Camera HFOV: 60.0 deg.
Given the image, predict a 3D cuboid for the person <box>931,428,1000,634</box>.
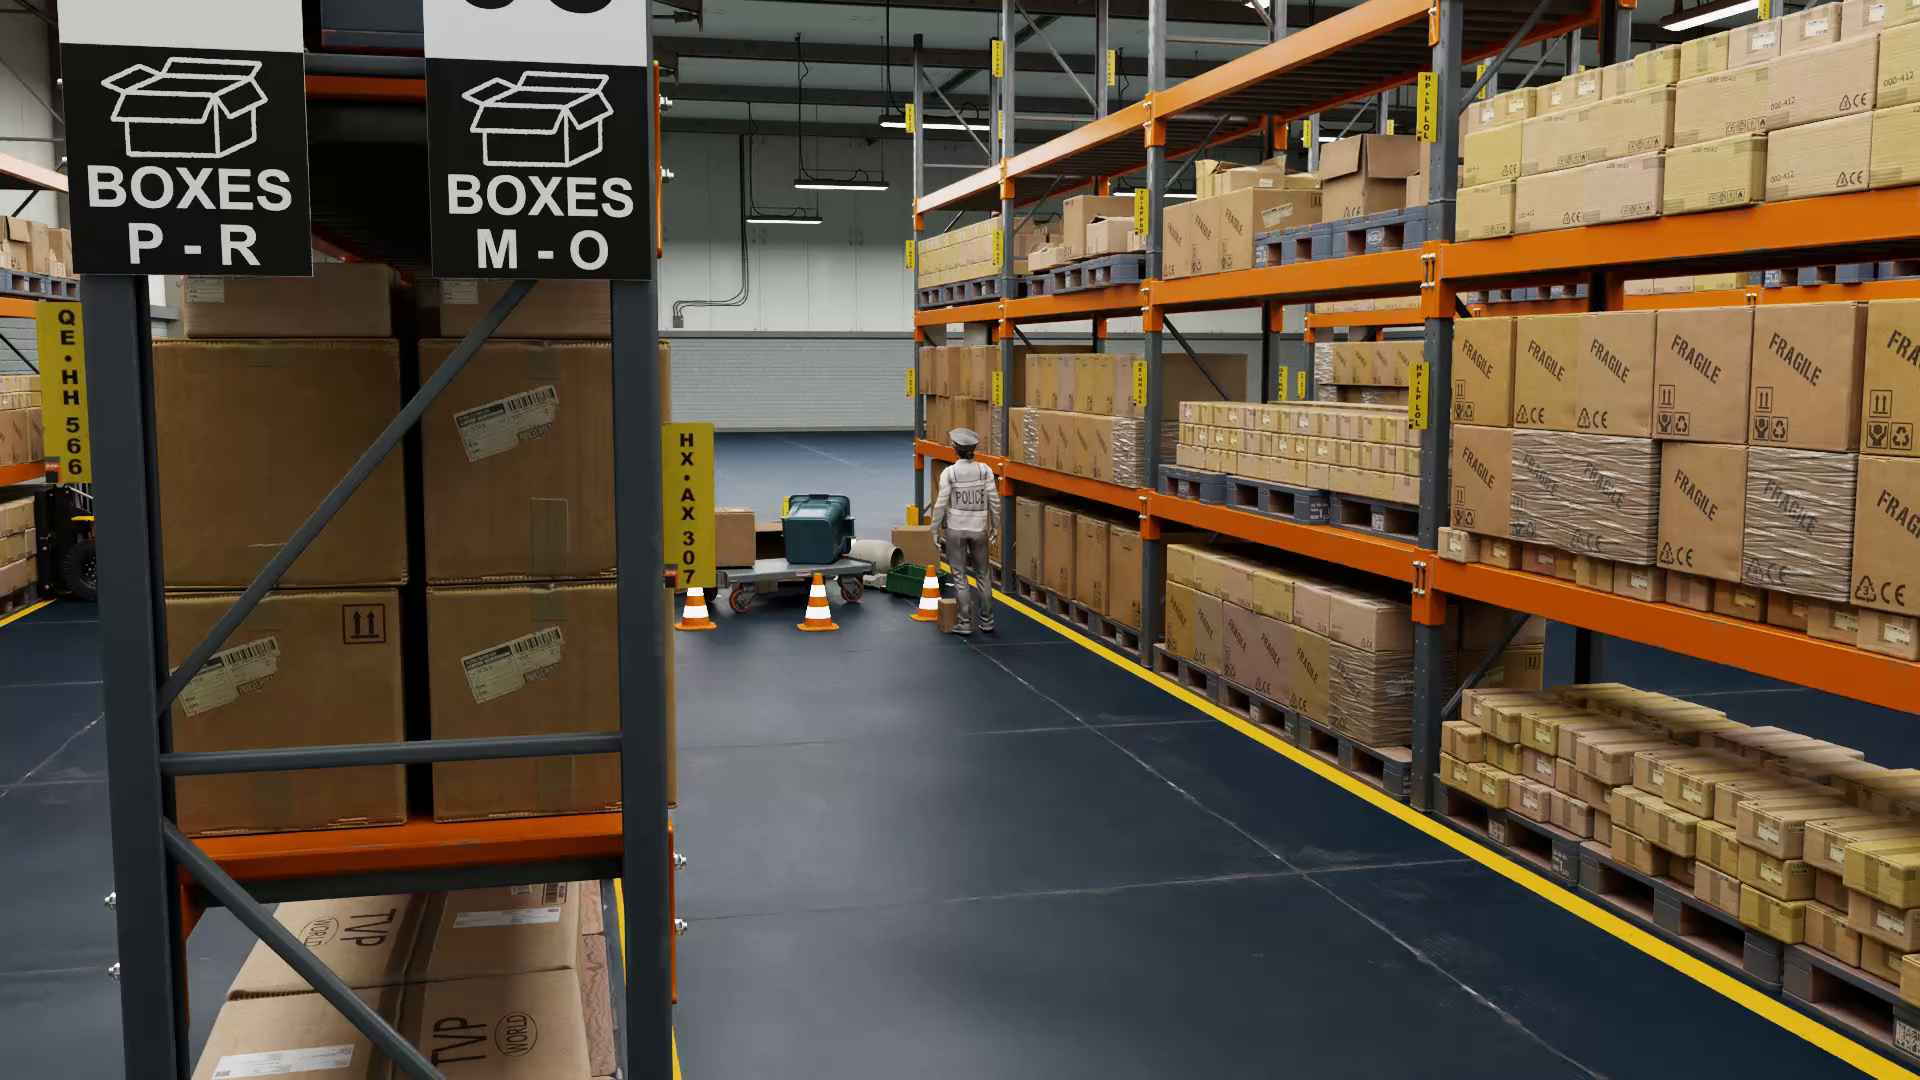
[{"bbox_3d":[0.038,-0.074,13.622,0.588,1.697,0.533,-2,6,-14],"label":"person"}]
